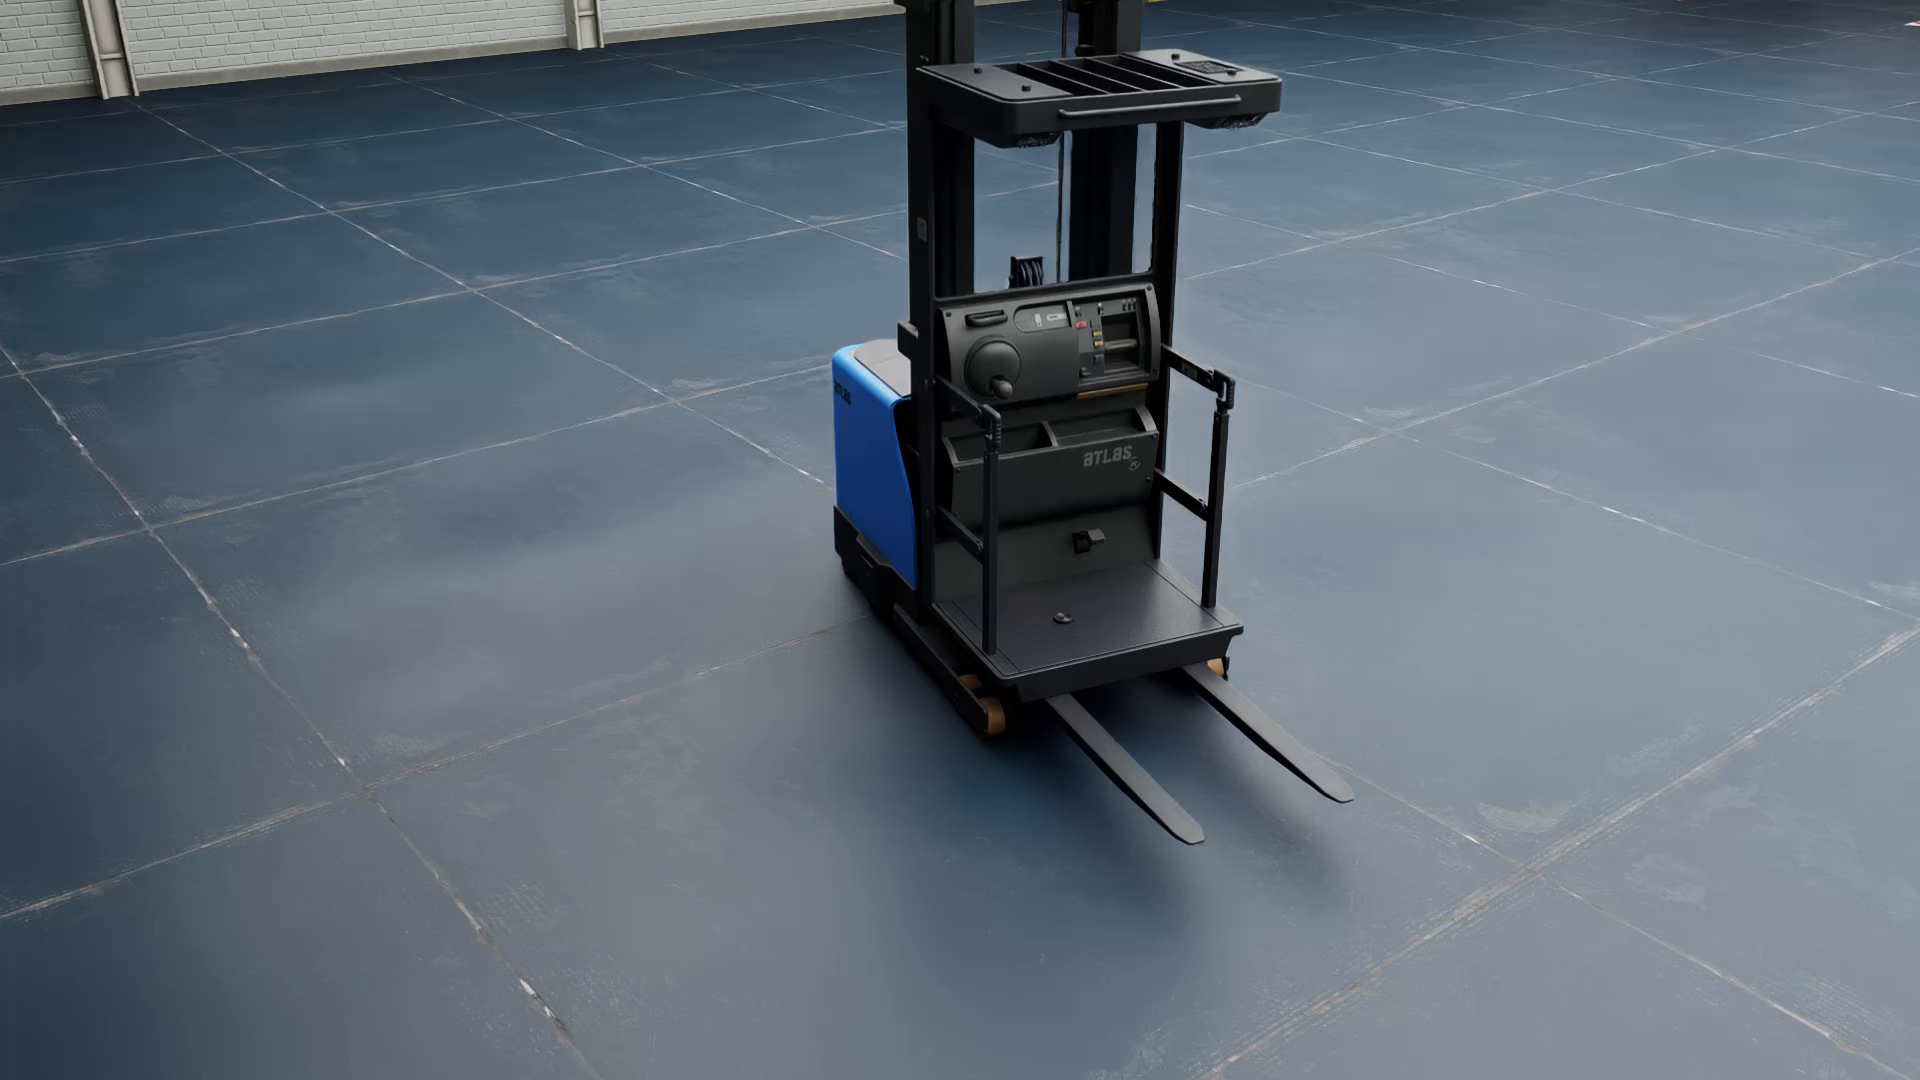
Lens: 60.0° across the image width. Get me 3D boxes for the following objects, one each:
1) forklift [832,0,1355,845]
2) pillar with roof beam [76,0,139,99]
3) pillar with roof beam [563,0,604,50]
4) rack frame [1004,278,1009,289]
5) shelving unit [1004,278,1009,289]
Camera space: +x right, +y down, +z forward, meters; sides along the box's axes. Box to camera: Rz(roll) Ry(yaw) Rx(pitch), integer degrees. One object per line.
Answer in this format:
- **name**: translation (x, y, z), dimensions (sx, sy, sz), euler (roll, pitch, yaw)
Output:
- **forklift**: translation (0.458, -0.754, 6.392), dimensions (1.130, 2.935, 3.031), euler (-11, 27, -22)
- **pillar with roof beam**: translation (-7.197, -7.859, 14.495), dimensions (0.400, 9.000, 9.100), euler (-18, 31, -34)
- **pillar with roof beam**: translation (-2.476, -9.418, 17.853), dimensions (0.400, 9.000, 9.100), euler (-18, 31, -34)
- **rack frame**: translation (0.270, -0.693, 8.316), dimensions (0.015, 1.200, 0.240), euler (-10, 26, -20)
- **shelving unit**: translation (0.043, -0.654, 8.233), dimensions (0.503, 1.200, 0.258), euler (-10, 26, -20)
